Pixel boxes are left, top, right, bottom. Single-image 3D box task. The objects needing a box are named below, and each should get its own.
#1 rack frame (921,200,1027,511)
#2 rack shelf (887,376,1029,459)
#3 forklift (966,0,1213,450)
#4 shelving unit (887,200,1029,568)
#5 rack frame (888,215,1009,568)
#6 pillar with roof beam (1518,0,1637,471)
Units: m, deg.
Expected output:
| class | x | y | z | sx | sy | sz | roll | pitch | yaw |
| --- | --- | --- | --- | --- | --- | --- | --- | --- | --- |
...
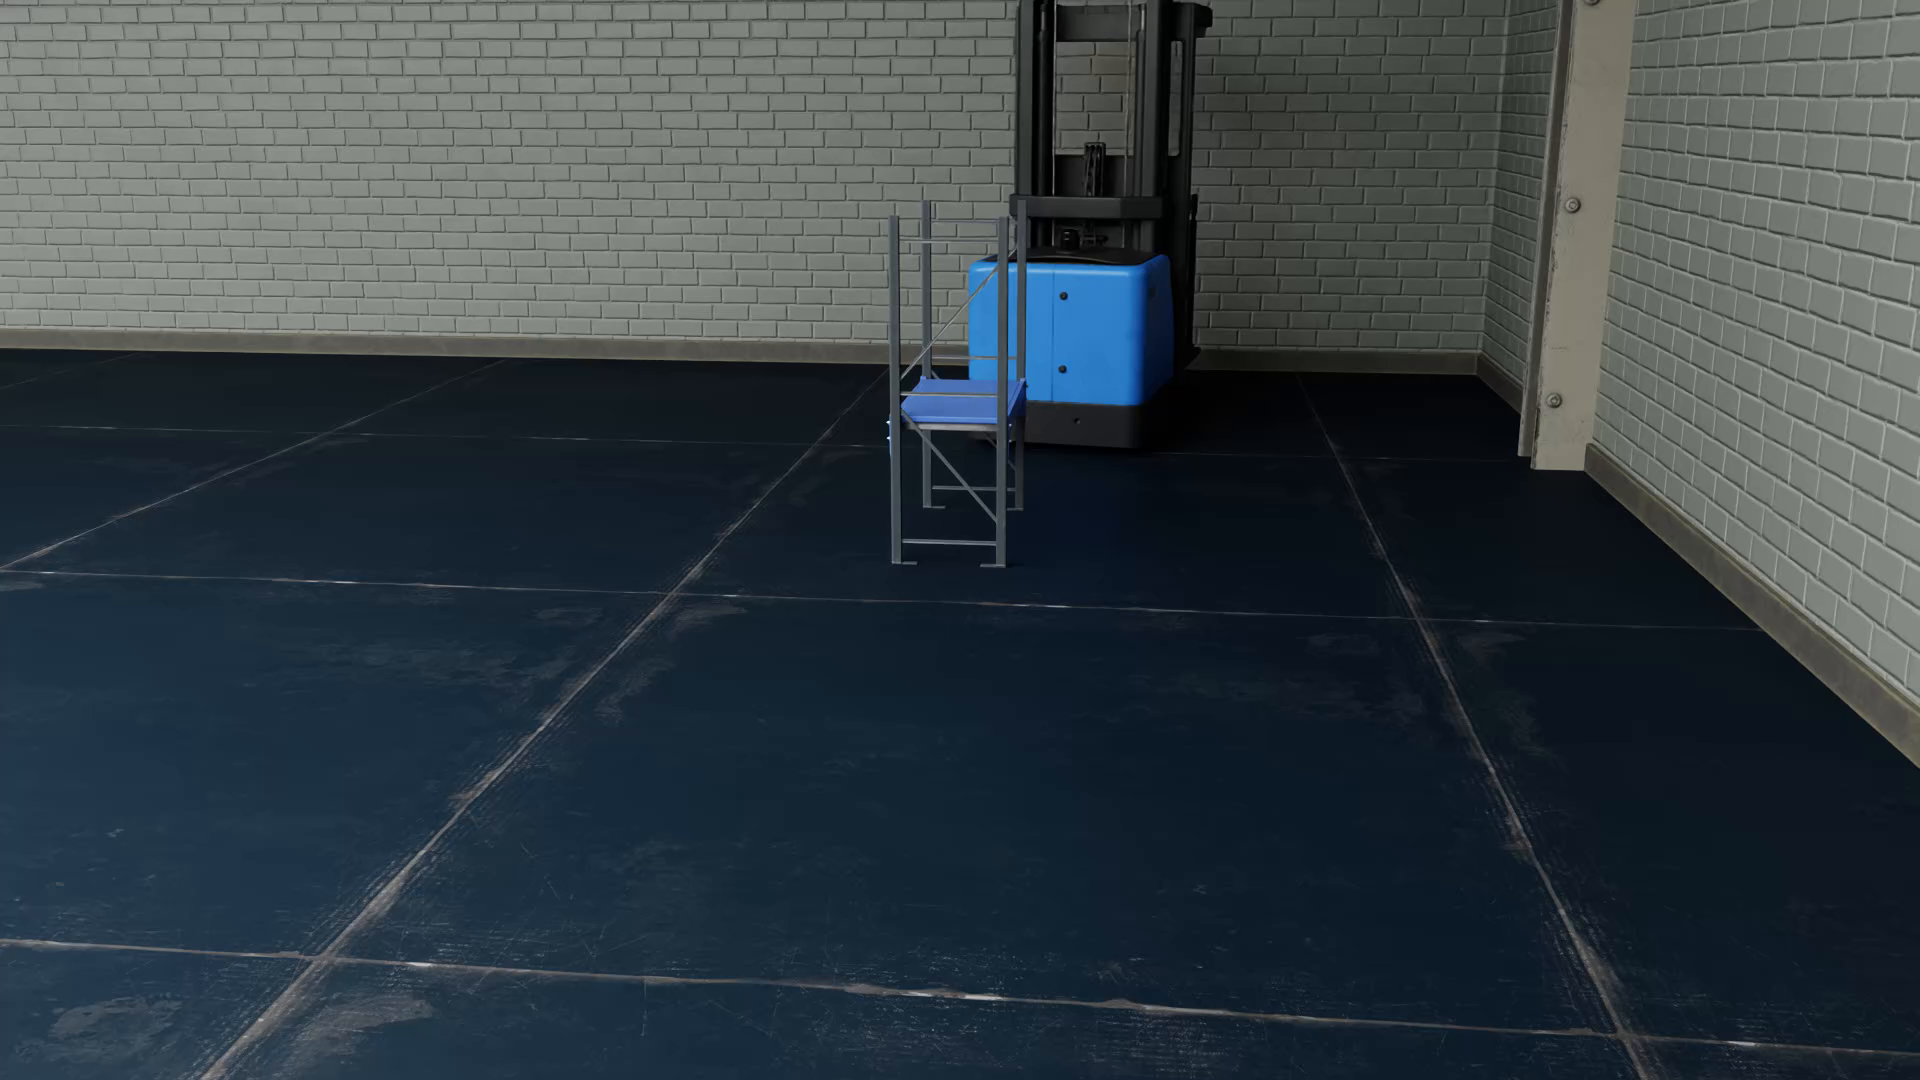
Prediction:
| class | x | y | z | sx | sy | sz | roll | pitch | yaw |
| --- | --- | --- | --- | --- | --- | --- | --- | --- | --- |
| rack frame | 0.067 | -0.878 | 8.036 | 0.500 | 1.500 | 0.032 | 2 | 15 | 6 |
| rack shelf | 0.010 | -0.572 | 7.595 | 0.538 | 0.185 | 1.000 | 2 | 15 | 6 |
| forklift | 0.941 | -2.267 | 10.431 | 1.130 | 2.935 | 3.031 | 4 | 16 | 16 |
| shelving unit | 0.010 | -0.746 | 7.548 | 0.538 | 1.500 | 1.048 | 2 | 15 | 6 |
| rack frame | -0.048 | -0.614 | 7.061 | 0.500 | 1.500 | 0.032 | 2 | 15 | 6 |
| pillar with roof beam | -0.971 | -4.905 | 8.562 | 9.100 | 9.000 | 0.400 | 2 | 15 | 6 |
